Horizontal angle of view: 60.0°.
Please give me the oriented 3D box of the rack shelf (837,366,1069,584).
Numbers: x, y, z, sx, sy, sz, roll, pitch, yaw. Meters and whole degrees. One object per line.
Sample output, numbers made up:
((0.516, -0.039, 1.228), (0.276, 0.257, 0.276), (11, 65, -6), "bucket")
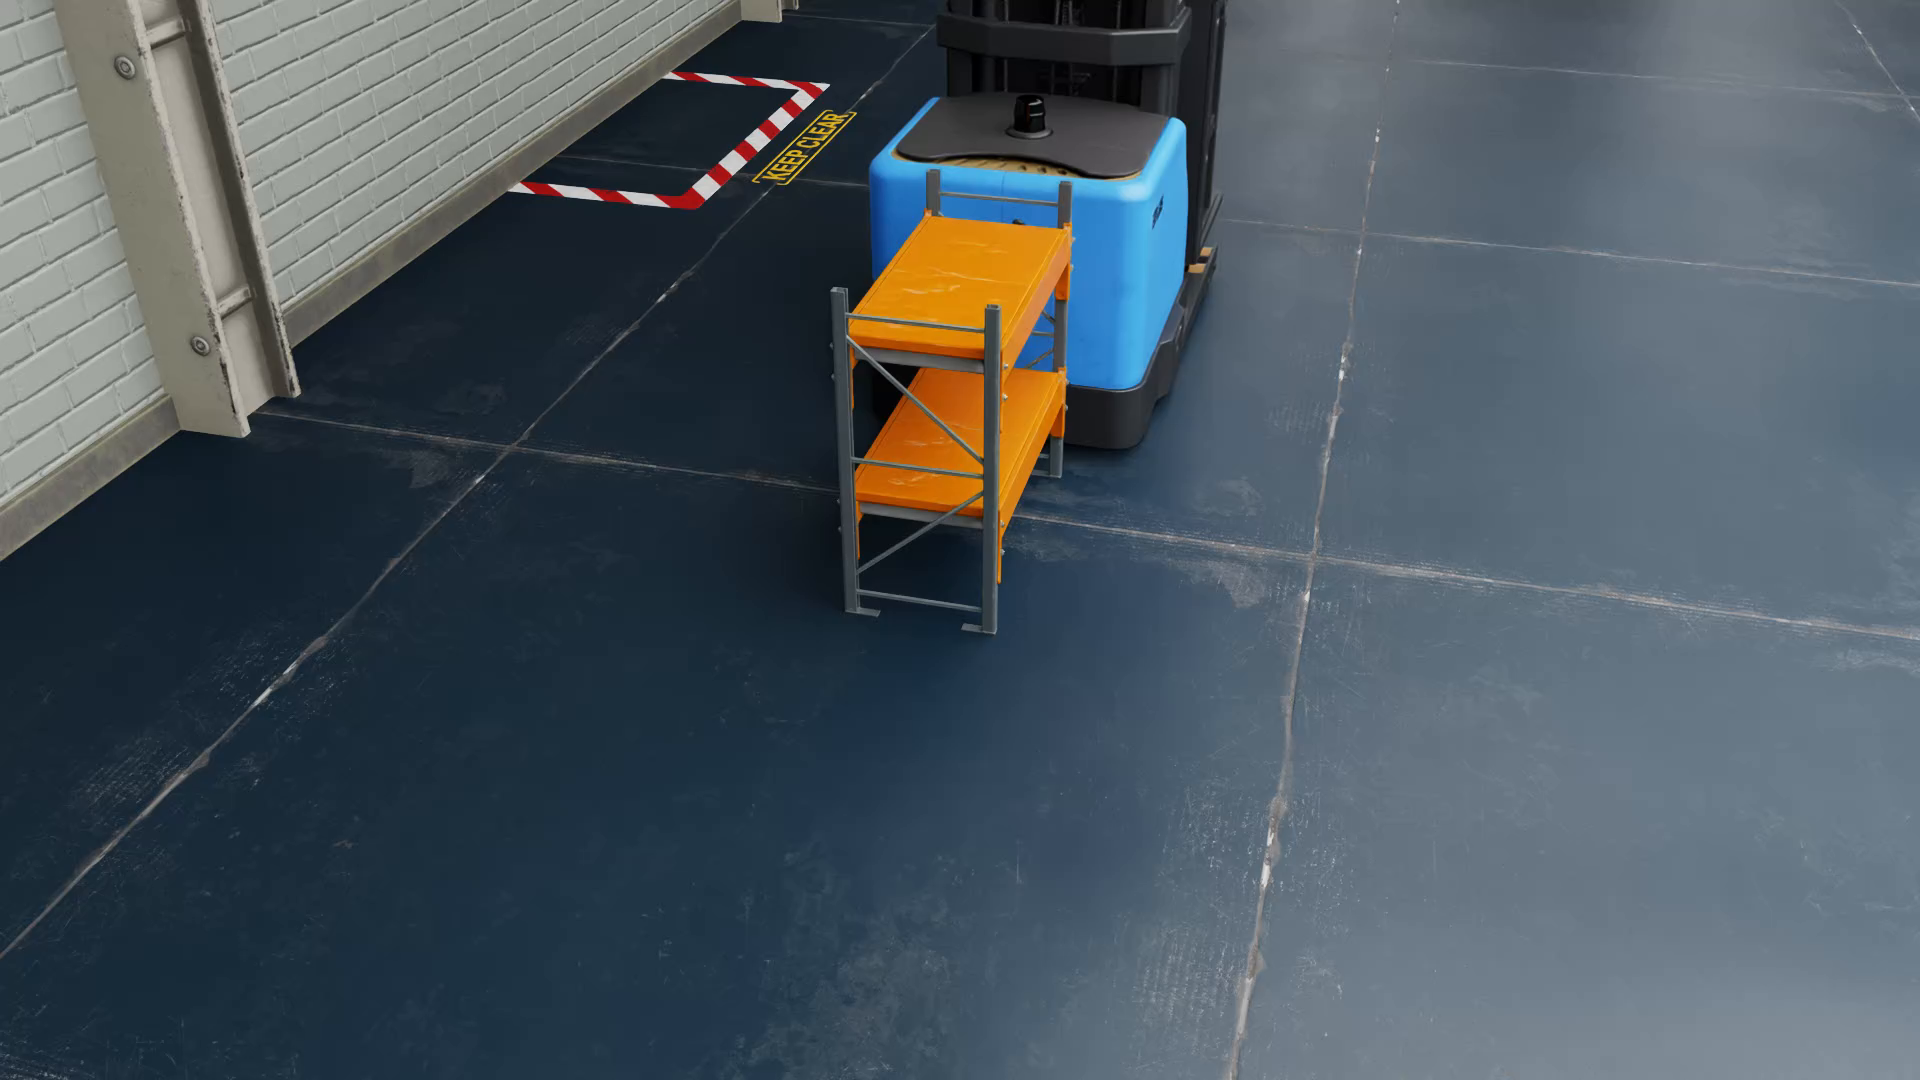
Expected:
((0.002, -0.272, 5.585), (0.538, 0.278, 1.000), (8, 33, 12), "rack shelf")

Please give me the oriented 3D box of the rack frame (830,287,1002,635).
((-0.127, -0.214, 5.039), (0.500, 1.125, 0.032), (8, 33, 12), "rack frame")

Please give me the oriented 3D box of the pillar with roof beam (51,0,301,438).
((1.320, -3.726, 3.223), (9.100, 9.000, 0.400), (8, 33, 12), "pillar with roof beam")

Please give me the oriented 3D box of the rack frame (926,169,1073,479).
((0.131, -0.742, 5.869), (0.500, 1.125, 0.032), (8, 33, 12), "rack frame")

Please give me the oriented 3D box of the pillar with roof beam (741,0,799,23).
((2.842, -6.839, 8.120), (9.100, 9.000, 0.400), (8, 33, 12), "pillar with roof beam")

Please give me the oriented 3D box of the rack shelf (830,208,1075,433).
((0.002, -0.725, 5.297), (0.538, 0.278, 1.000), (8, 33, 12), "rack shelf")

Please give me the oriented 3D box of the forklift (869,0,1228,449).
((0.550, -2.355, 6.723), (1.130, 2.935, 3.031), (9, 33, 13), "forklift")

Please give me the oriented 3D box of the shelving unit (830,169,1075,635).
((0.002, -0.478, 5.454), (0.538, 1.125, 1.048), (8, 33, 12), "shelving unit")
